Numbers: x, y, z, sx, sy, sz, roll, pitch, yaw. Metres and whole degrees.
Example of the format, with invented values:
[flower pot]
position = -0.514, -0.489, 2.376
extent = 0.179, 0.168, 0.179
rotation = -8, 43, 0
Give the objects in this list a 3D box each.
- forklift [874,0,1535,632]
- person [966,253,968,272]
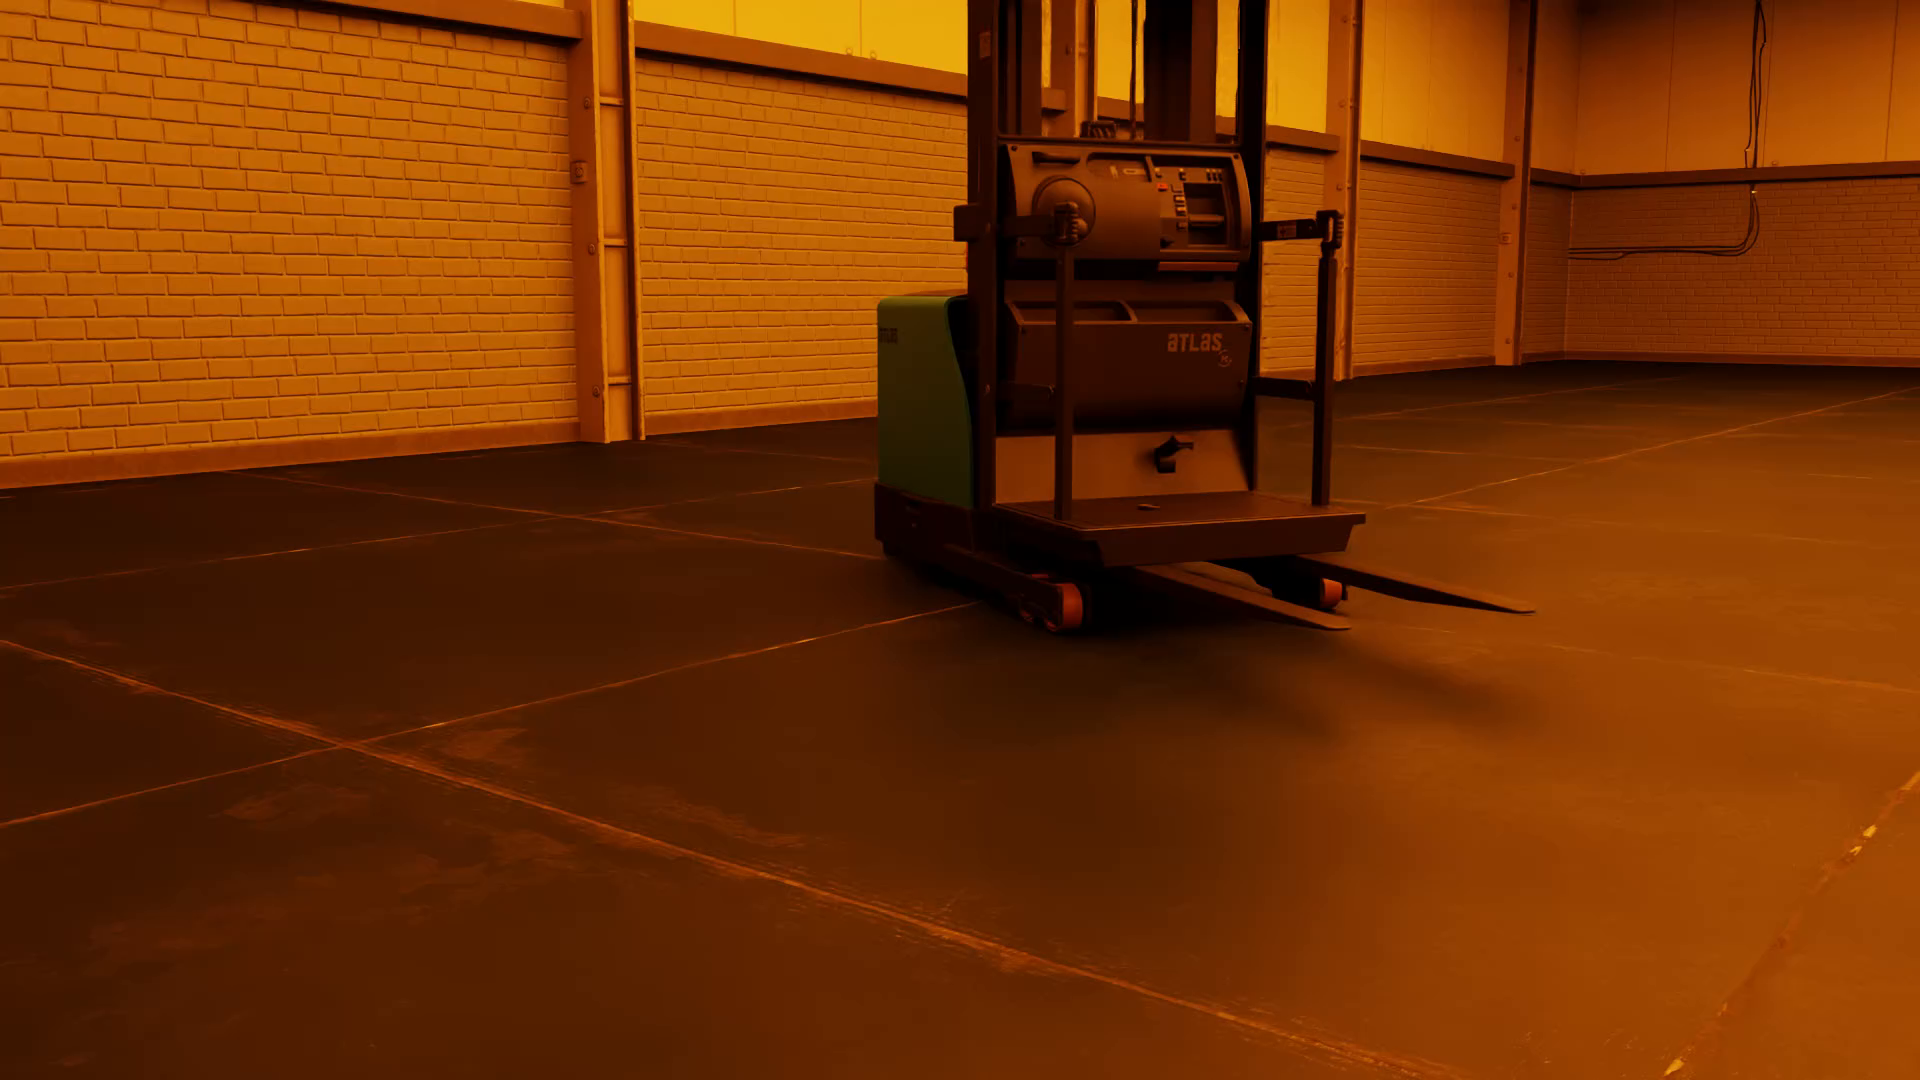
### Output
[forklift]
position = 0.683, -1.221, 5.624
extent = 1.130, 2.935, 3.031
rotation = -3, 9, -23
[person]
position = 0.410, -0.903, 7.864
extent = 0.806, 1.638, 0.851
rotation = 4, 9, 23
